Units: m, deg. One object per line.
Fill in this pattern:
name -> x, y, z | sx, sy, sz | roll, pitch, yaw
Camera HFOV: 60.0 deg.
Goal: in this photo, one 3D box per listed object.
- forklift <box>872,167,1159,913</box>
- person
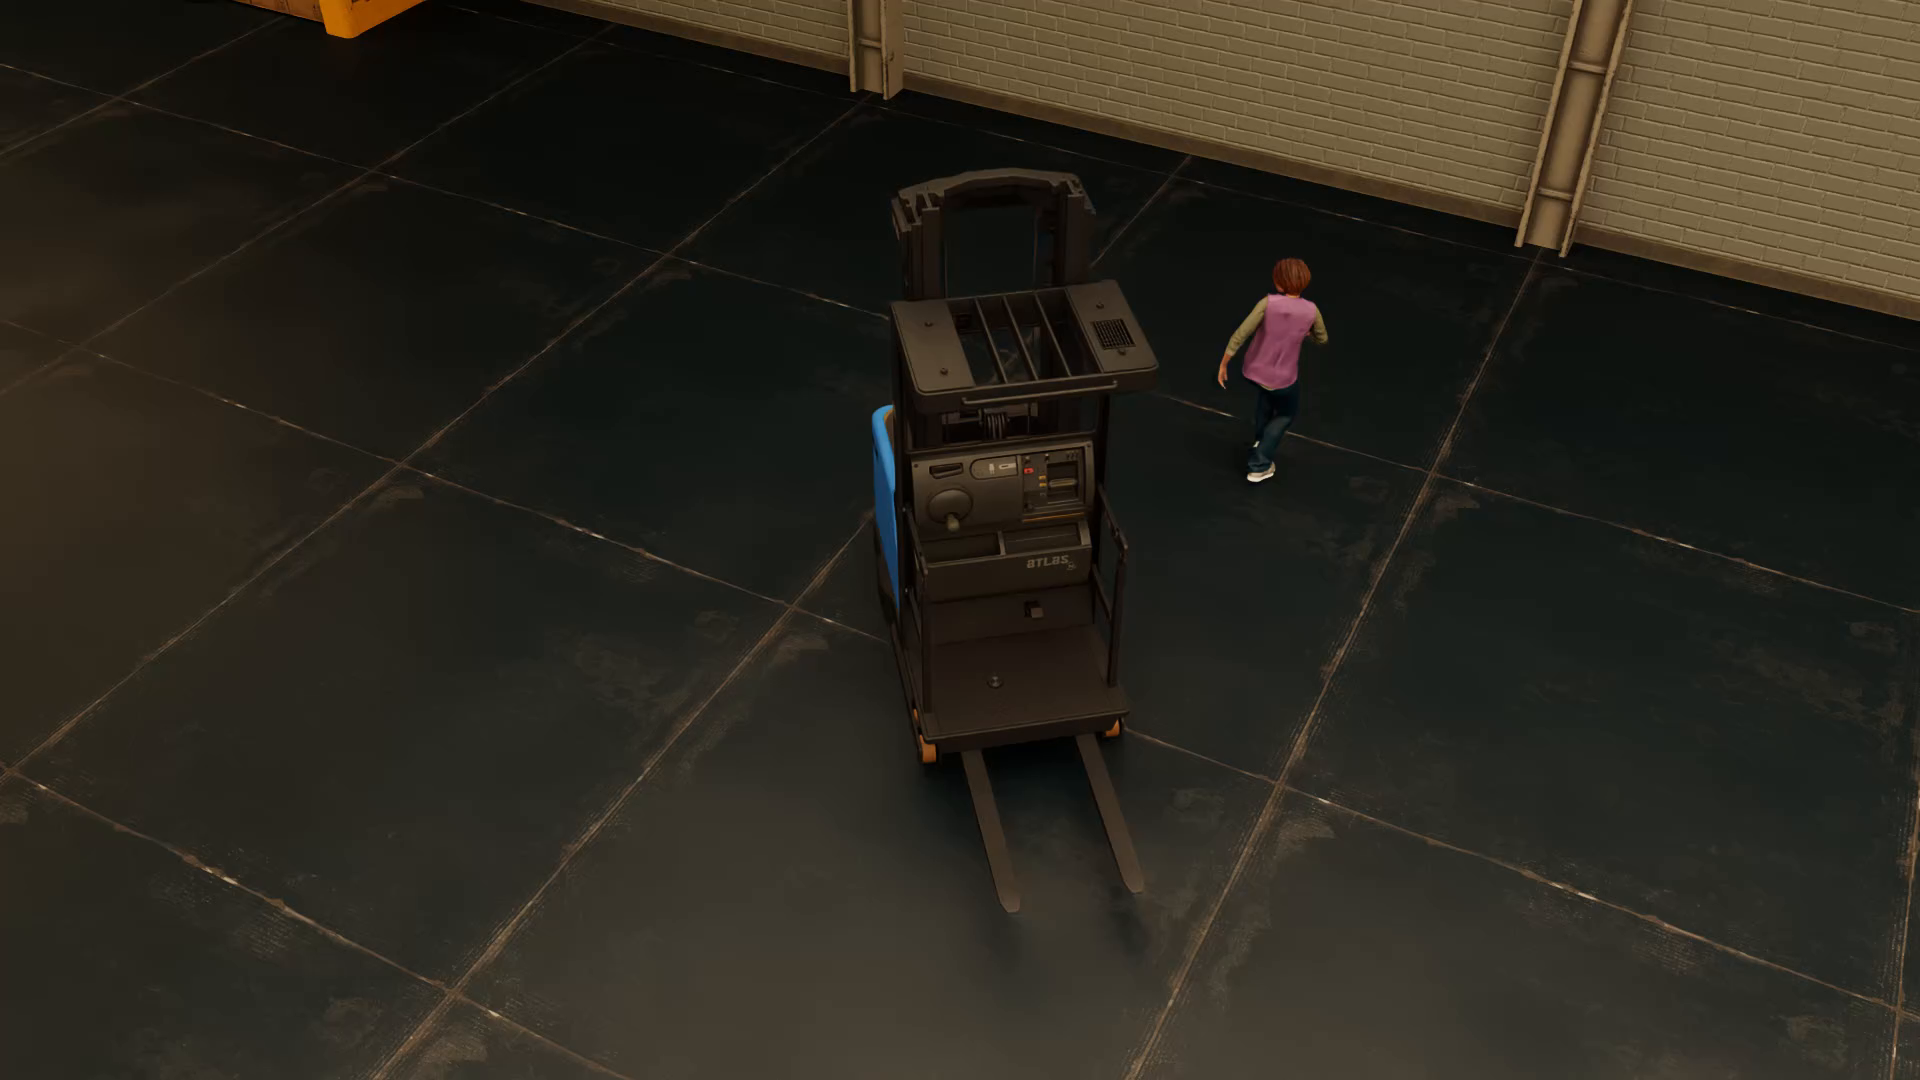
forklift -> 0.263, -0.193, 8.215 | 1.130, 2.935, 3.031 | -7, 41, -8
person -> 1.957, -1.034, 10.336 | 0.505, 1.586, 0.693 | 22, 45, 24
